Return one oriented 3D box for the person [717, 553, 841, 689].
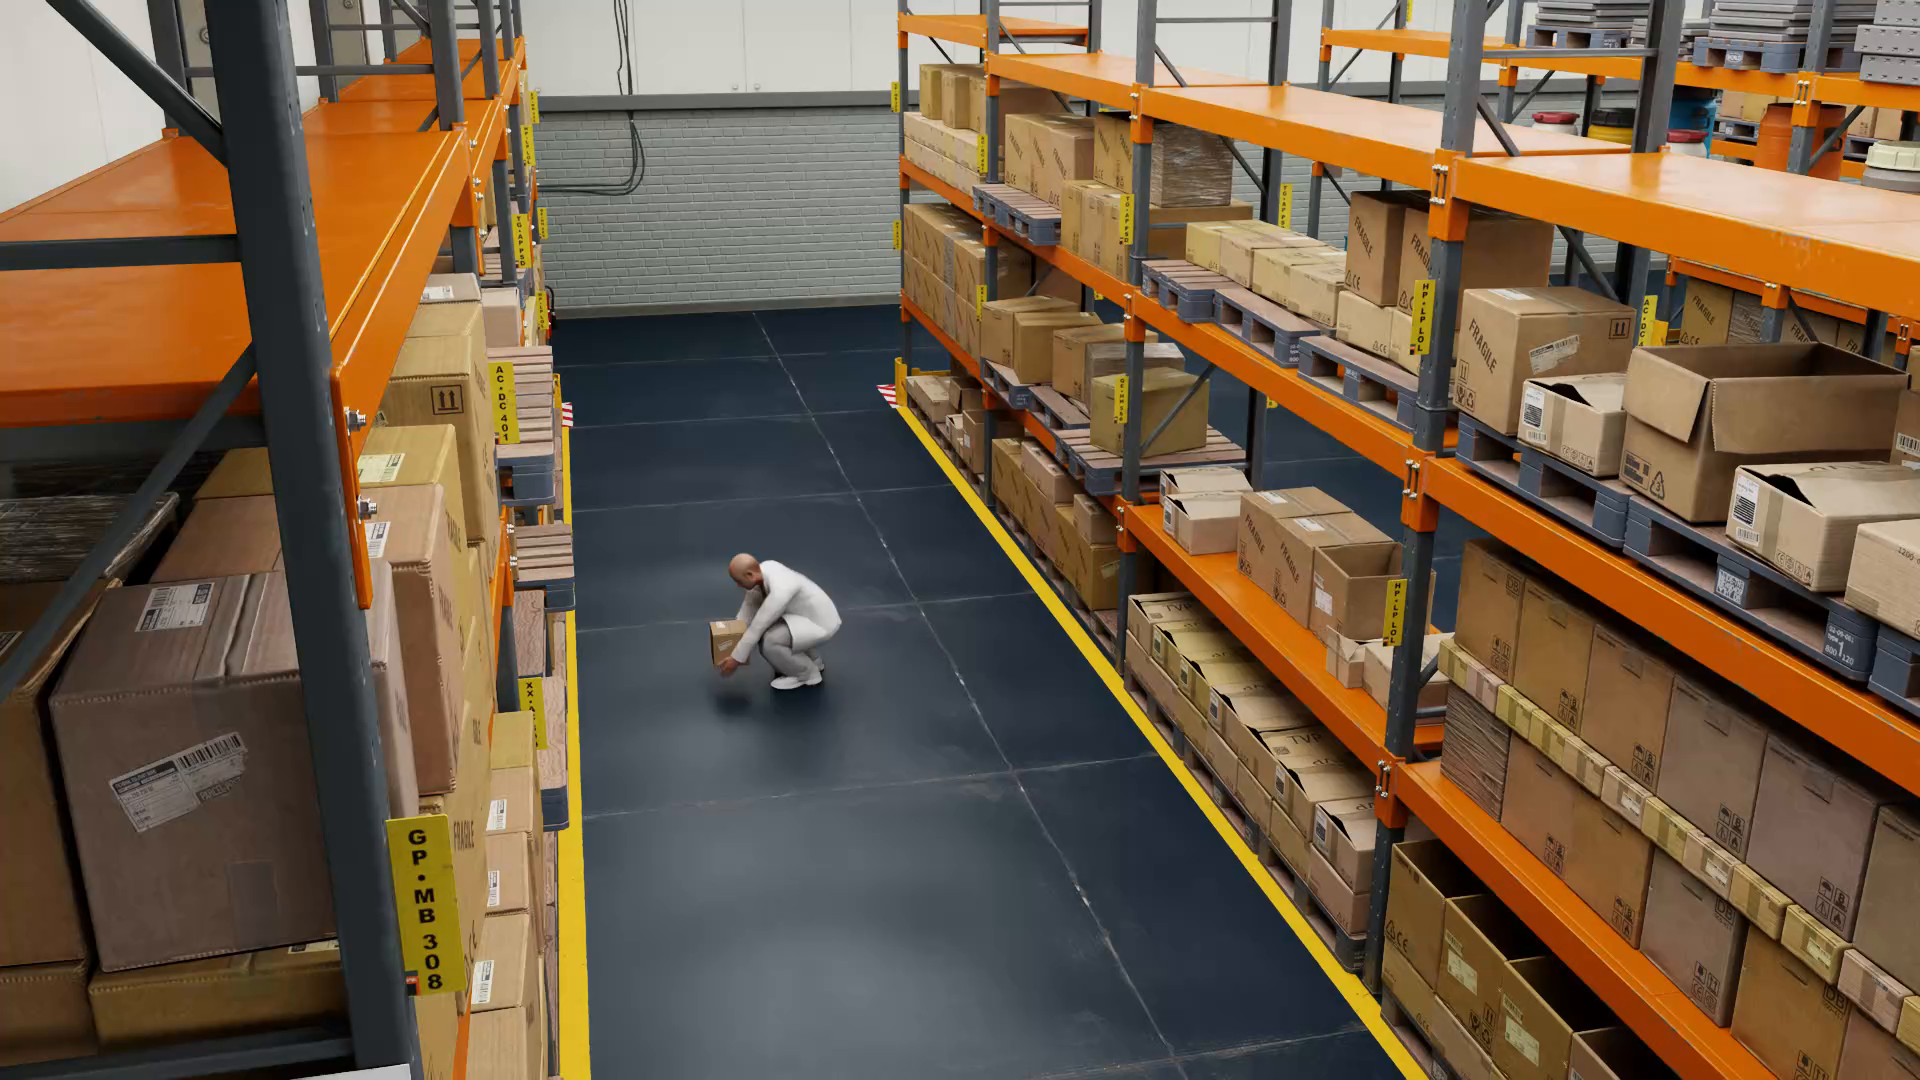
[{"bbox_3d":[-1.290,0.586,11.754,0.902,0.904,0.589,-5,20,-13],"label":"person"}]
